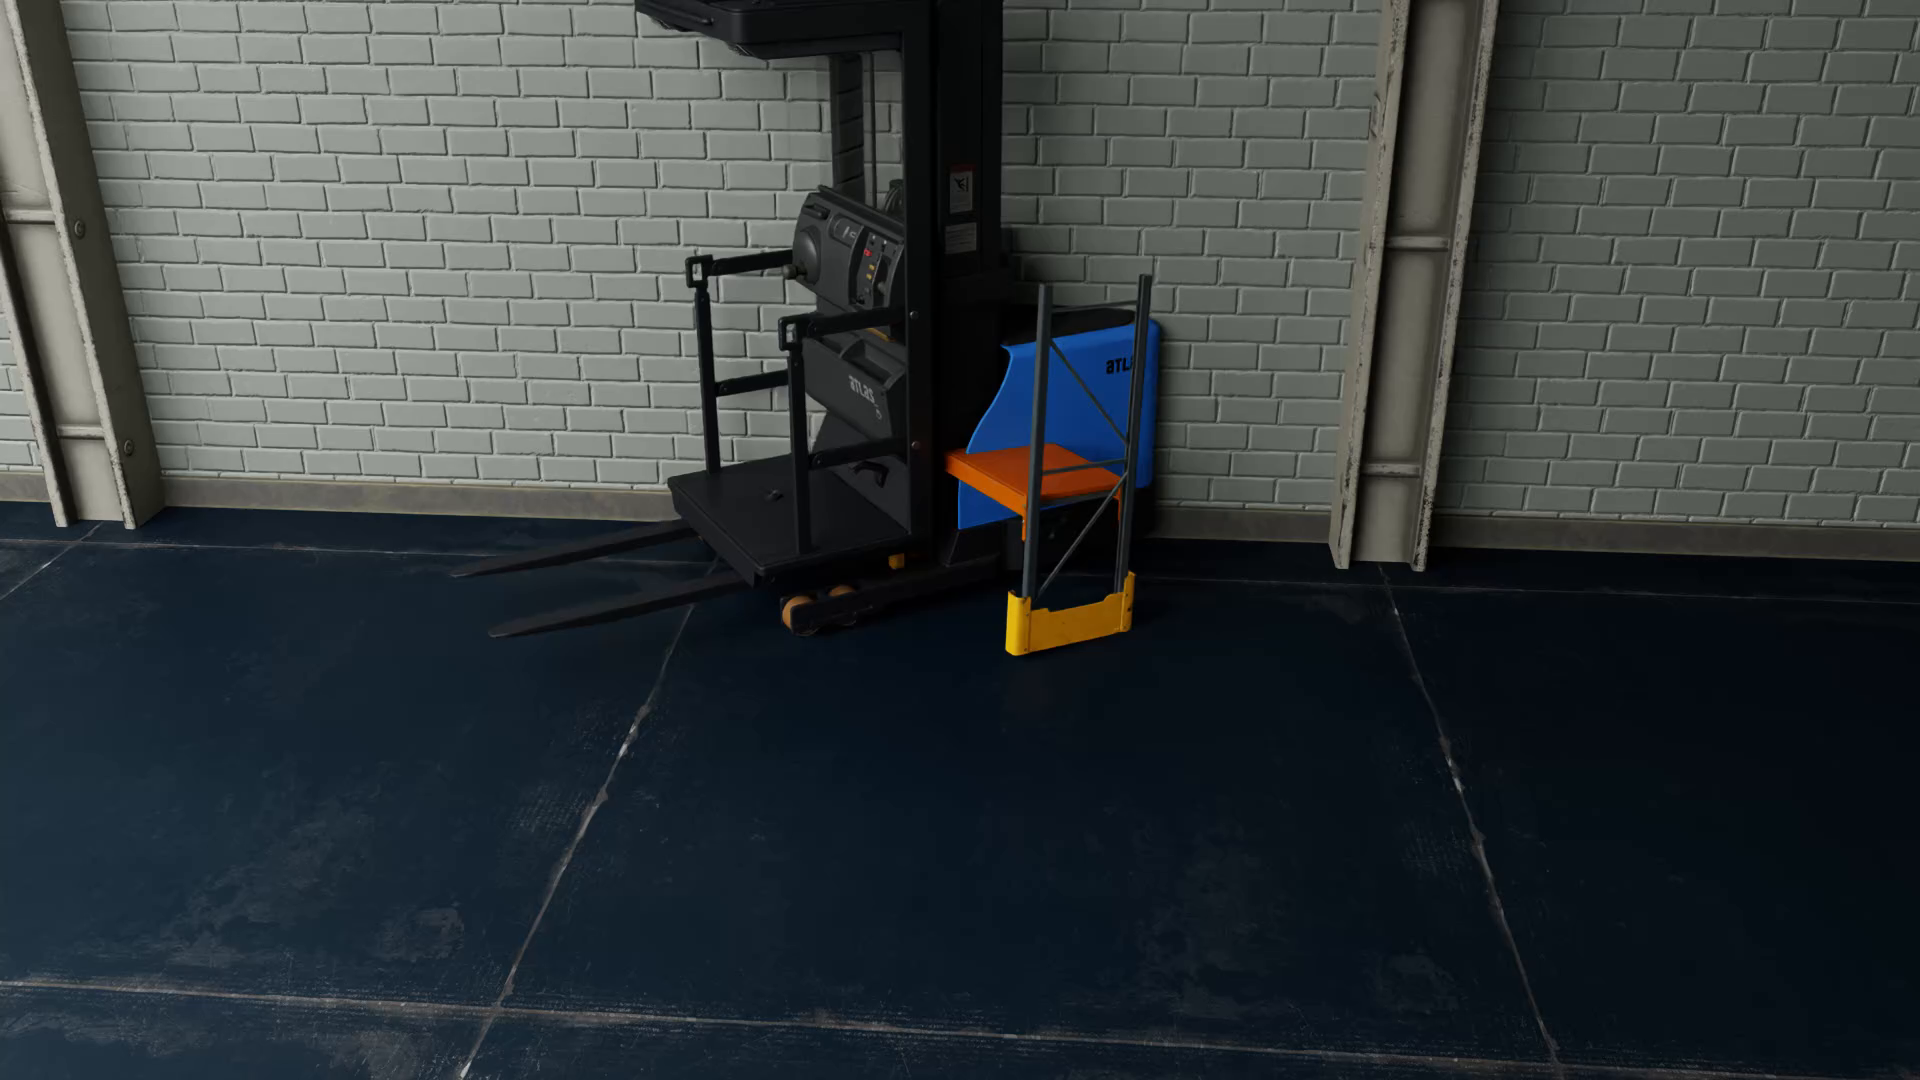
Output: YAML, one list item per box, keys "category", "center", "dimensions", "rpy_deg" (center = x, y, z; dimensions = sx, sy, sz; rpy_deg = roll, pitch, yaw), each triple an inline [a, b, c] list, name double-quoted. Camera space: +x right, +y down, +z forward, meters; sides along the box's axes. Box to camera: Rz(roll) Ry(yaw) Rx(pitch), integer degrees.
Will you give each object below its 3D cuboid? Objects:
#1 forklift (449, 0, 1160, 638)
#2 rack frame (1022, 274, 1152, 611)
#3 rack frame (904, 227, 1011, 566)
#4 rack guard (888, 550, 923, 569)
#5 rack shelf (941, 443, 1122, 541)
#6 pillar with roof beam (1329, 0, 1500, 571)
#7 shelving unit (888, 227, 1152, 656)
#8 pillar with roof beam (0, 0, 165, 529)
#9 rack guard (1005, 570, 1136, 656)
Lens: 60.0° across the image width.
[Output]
- category: "forklift"
  center: [-0.647, -1.186, 6.820]
  dimensions: [3.031, 2.935, 1.130]
  rpy_deg: [-13, 28, -26]
- category: "rack frame"
  center: [0.488, -0.285, 6.549]
  dimensions: [0.500, 1.500, 0.032]
  rpy_deg: [-10, 24, -29]
- category: "rack frame"
  center: [-0.029, -0.618, 7.359]
  dimensions: [0.500, 1.500, 0.032]
  rpy_deg: [-10, 24, -29]
- category: "rack guard"
  center: [-0.053, -0.034, 7.582]
  dimensions: [0.587, 0.250, 0.087]
  rpy_deg: [-10, 24, -29]
- category: "rack shelf"
  center: [0.223, -0.283, 7.019]
  dimensions: [0.538, 0.185, 1.000]
  rpy_deg: [-10, 24, -29]
- category: "pillar with roof beam"
  center: [1.571, -2.224, 1.818]
  dimensions: [0.400, 9.000, 9.100]
  rpy_deg: [2, 25, 4]
- category: "shelving unit"
  center: [0.225, -0.454, 6.962]
  dimensions: [0.587, 1.500, 1.083]
  rpy_deg: [-10, 24, -29]
- category: "pillar with roof beam"
  center: [-4.411, -2.416, 2.235]
  dimensions: [0.400, 9.000, 9.100]
  rpy_deg: [2, 25, 4]
- category: "rack guard"
  center: [0.454, 0.292, 6.789]
  dimensions: [0.587, 0.250, 0.087]
  rpy_deg: [-10, 24, -29]
